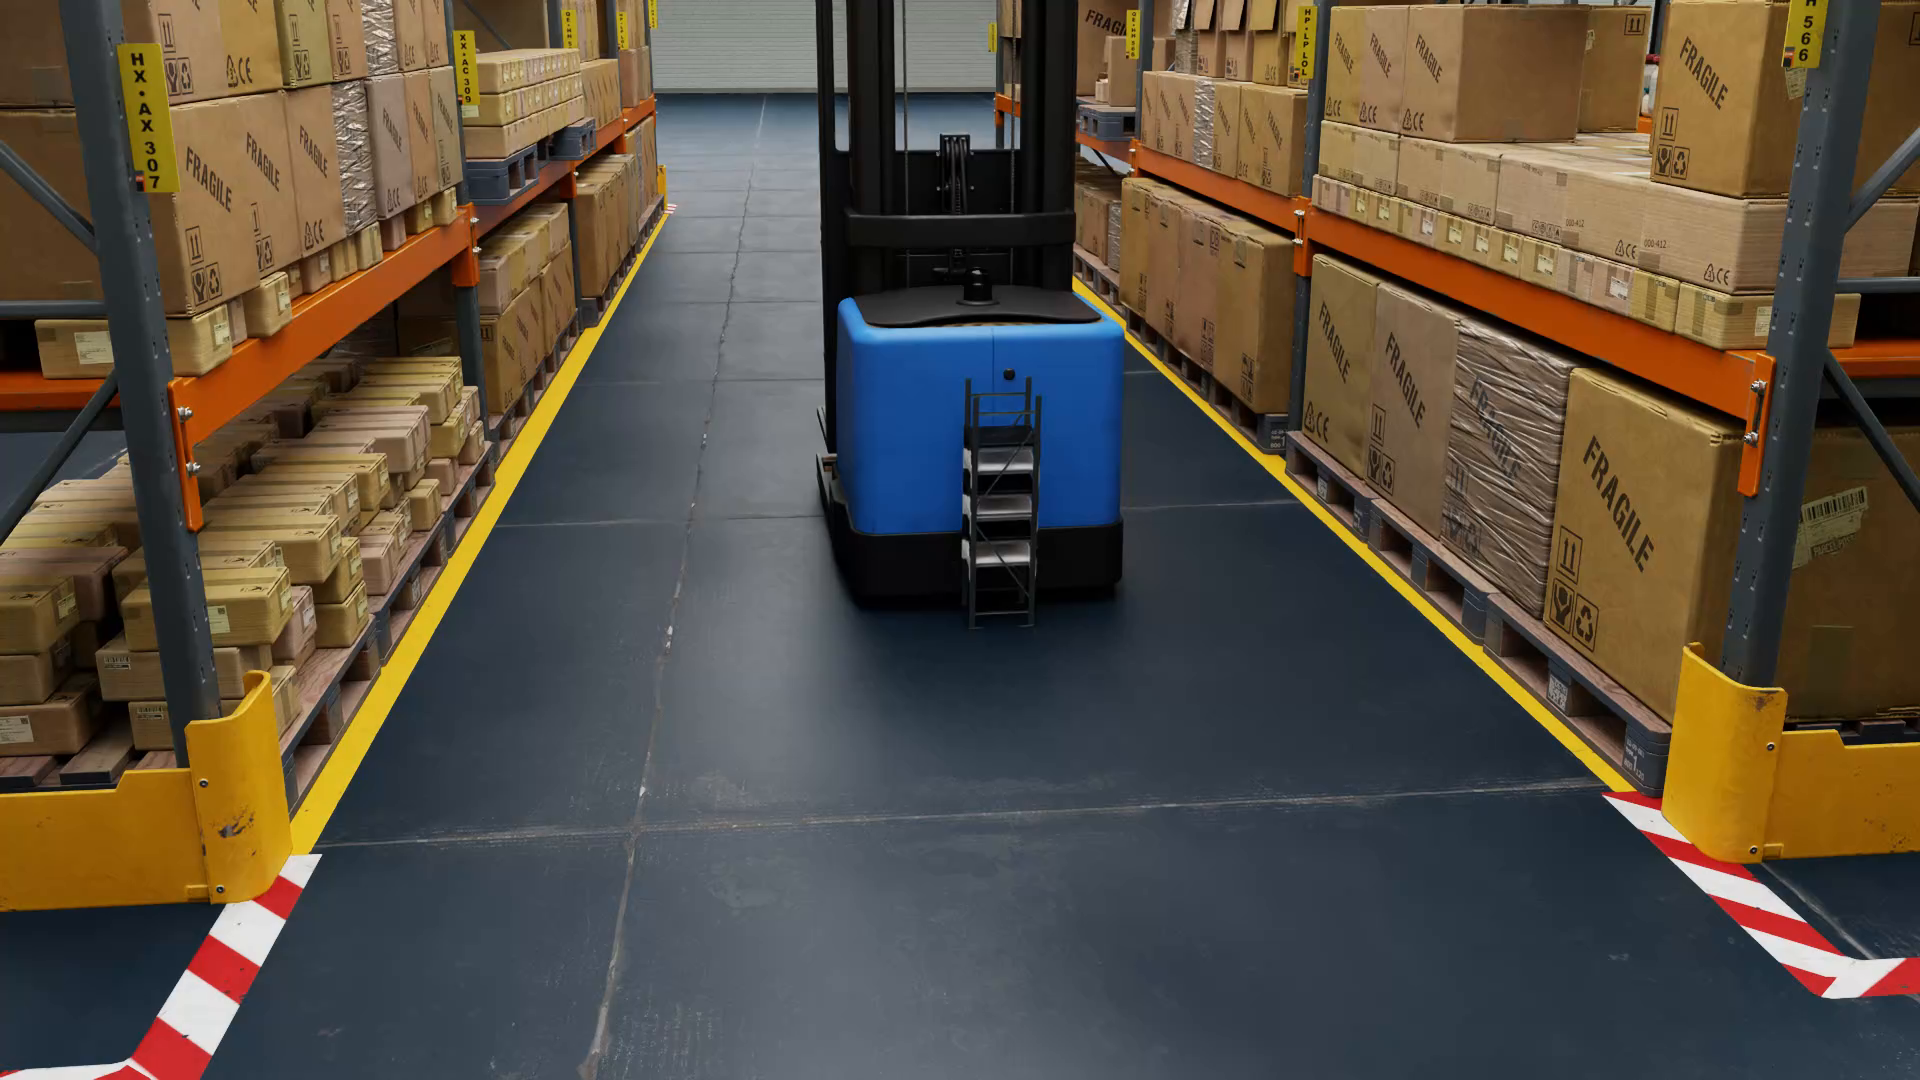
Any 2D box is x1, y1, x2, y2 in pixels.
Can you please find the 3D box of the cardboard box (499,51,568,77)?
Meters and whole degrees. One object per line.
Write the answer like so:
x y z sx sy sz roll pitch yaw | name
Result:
-2.608 -2.903 10.141 0.380 0.149 0.250 -1 17 -4 | cardboard box

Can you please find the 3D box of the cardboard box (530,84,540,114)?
-2.480 -2.377 8.962 0.380 0.149 0.250 -1 17 -3 | cardboard box

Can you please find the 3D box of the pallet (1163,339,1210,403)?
1.877 -1.096 10.315 1.003 0.211 1.213 -2 18 -6 | pallet

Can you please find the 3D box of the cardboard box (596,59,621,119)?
-3.289 -3.995 14.728 0.500 0.500 0.500 -2 18 -6 | cardboard box

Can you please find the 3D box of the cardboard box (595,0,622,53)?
-3.613 -4.792 15.381 0.875 0.550 0.550 -2 18 -6 | cardboard box

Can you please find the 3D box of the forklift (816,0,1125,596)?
-0.088 -1.585 7.334 1.130 2.935 3.031 -2 18 -8 | forklift

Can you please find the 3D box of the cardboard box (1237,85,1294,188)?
1.796 -2.160 8.884 0.500 0.500 0.500 -1 17 -4 | cardboard box

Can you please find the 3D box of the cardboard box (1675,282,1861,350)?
2.208 -0.619 4.559 0.380 0.149 0.250 -1 17 -5 | cardboard box

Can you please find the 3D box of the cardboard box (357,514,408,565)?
-2.280 0.014 6.183 0.380 0.149 0.250 -2 18 -6 | cardboard box

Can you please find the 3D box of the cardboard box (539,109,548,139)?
-2.507 -2.312 9.252 0.380 0.149 0.250 -2 18 -7 | cardboard box

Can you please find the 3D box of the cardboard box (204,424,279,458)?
-2.805 -0.334 6.300 0.380 0.149 0.250 -3 18 -8 | cardboard box

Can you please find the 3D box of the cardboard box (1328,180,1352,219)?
1.887 -1.538 7.487 0.380 0.149 0.250 -2 18 -7 | cardboard box

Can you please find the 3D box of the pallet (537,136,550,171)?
-2.951 -2.223 9.570 1.003 0.211 1.213 -2 18 -6 | pallet

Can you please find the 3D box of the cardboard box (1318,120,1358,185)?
1.948 -1.756 7.518 0.500 0.250 0.500 -2 18 -7 | cardboard box

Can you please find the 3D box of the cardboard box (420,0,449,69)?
-2.466 -2.246 6.991 0.500 0.500 0.500 -2 18 -8 | cardboard box

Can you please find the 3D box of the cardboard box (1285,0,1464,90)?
2.086 -2.551 8.452 0.797 0.503 0.637 -2 18 -7 | cardboard box

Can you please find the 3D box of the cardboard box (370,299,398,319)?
-3.112 -1.291 8.501 0.500 0.250 0.500 -2 18 -7 | cardboard box

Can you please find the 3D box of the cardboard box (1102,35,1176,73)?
1.606 -3.954 13.889 0.797 0.503 0.637 0 17 0 | cardboard box

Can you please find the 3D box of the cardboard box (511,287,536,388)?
-2.652 -1.105 9.160 0.500 0.500 0.500 -1 17 -3 | cardboard box

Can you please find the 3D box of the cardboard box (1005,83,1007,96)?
0.721 -5.122 18.904 0.380 0.149 0.250 -2 18 -6 | cardboard box

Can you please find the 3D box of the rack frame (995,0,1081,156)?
0.922 -5.409 19.400 1.000 3.000 0.127 -2 18 -6 | rack frame

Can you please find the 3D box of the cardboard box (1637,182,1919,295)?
2.259 -0.849 4.627 0.500 0.250 0.500 -2 18 -7 | cardboard box

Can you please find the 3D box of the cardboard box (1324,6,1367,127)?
1.955 -2.112 7.398 0.500 0.500 0.500 -2 18 -6 | cardboard box

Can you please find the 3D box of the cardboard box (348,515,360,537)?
-2.365 -0.054 5.904 0.380 0.149 0.250 -1 17 -3 | cardboard box

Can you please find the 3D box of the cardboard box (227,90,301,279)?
-2.223 -1.010 4.723 0.500 0.500 0.500 -2 18 -6 | cardboard box

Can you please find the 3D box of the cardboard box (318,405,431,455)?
-2.321 -0.431 6.607 0.380 0.149 0.250 -3 18 -8 | cardboard box

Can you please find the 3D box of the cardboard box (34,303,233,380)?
-2.079 -0.506 4.201 0.380 0.149 0.250 -2 18 -6 | cardboard box

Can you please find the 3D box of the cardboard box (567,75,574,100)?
-2.634 -2.834 10.419 0.380 0.149 0.250 -1 17 -4 | cardboard box

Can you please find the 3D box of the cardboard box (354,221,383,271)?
-2.289 -1.050 5.932 0.380 0.149 0.250 -1 17 -5 | cardboard box

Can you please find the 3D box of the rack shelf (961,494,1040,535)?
0.145 -0.098 6.067 0.258 0.077 0.200 -2 24 -7 | rack shelf

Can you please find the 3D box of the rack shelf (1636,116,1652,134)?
6.468 -3.432 14.301 1.077 0.370 4.000 -2 18 -6 | rack shelf

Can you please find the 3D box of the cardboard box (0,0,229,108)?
-2.153 -1.328 4.066 0.500 0.500 0.500 -2 18 -6 | cardboard box

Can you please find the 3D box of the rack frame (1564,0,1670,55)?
6.262 -4.371 16.091 1.000 3.000 0.127 -2 18 -6 | rack frame

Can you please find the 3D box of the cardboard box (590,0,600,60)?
-3.552 -4.472 14.576 0.700 0.500 0.500 -2 18 -7 | cardboard box

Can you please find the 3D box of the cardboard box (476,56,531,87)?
-2.449 -2.441 8.669 0.380 0.149 0.250 -2 18 -6 | cardboard box

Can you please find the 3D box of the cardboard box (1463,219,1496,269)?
2.051 -1.074 6.010 0.380 0.149 0.250 -1 17 -5 | cardboard box

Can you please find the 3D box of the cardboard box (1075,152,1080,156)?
1.066 -4.054 18.553 0.500 0.500 0.500 3 18 9 | cardboard box

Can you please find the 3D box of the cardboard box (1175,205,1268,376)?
1.981 -1.477 9.720 1.225 0.875 0.875 -2 18 -8 | cardboard box

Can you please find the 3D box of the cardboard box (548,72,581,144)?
-2.974 -3.093 11.853 0.500 0.500 0.500 -2 17 -5 | cardboard box

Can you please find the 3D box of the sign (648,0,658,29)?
-3.480 -5.964 18.839 0.100 0.325 0.005 -2 18 -6 | sign

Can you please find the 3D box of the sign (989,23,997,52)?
0.383 -5.806 19.216 0.100 0.325 0.005 -2 18 -6 | sign

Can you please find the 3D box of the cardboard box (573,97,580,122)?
-2.664 -2.777 10.731 0.380 0.149 0.250 -2 18 -6 | cardboard box

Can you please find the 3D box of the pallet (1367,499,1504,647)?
2.290 0.090 6.540 1.003 0.211 1.213 -2 18 -6 | pallet

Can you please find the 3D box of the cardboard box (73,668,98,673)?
-2.760 0.417 4.901 0.380 0.149 0.250 -1 17 -4 | cardboard box

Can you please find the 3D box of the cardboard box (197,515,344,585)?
-2.134 0.033 5.131 0.380 0.149 0.250 -2 18 -6 | cardboard box

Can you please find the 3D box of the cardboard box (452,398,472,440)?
-2.395 -0.529 7.416 0.380 0.149 0.250 -3 18 -8 | cardboard box

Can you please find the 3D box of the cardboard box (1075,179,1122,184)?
1.377 -3.051 15.327 0.700 0.500 0.500 -3 18 -10 | cardboard box

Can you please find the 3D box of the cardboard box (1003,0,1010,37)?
0.753 -5.755 18.166 0.500 0.500 0.500 -2 18 -6 | cardboard box

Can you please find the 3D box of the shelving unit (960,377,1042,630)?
0.146 -0.129 6.054 0.258 0.900 0.210 -2 24 -7 | shelving unit

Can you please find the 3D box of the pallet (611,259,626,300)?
-3.325 -2.172 13.744 1.003 0.211 1.213 -2 18 -6 | pallet

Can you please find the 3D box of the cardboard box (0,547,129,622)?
-2.647 0.130 4.820 0.380 0.149 0.250 -1 17 -5 | cardboard box

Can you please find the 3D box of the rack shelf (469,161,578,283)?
-2.990 -1.964 9.625 1.077 0.370 4.000 -2 18 -6 | rack shelf

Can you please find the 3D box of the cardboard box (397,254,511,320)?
-2.597 -1.305 8.546 0.500 0.250 0.500 -3 18 -8 | cardboard box

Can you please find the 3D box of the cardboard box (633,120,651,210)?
-3.793 -4.011 17.791 0.875 0.875 0.875 -2 18 -7 | cardboard box
